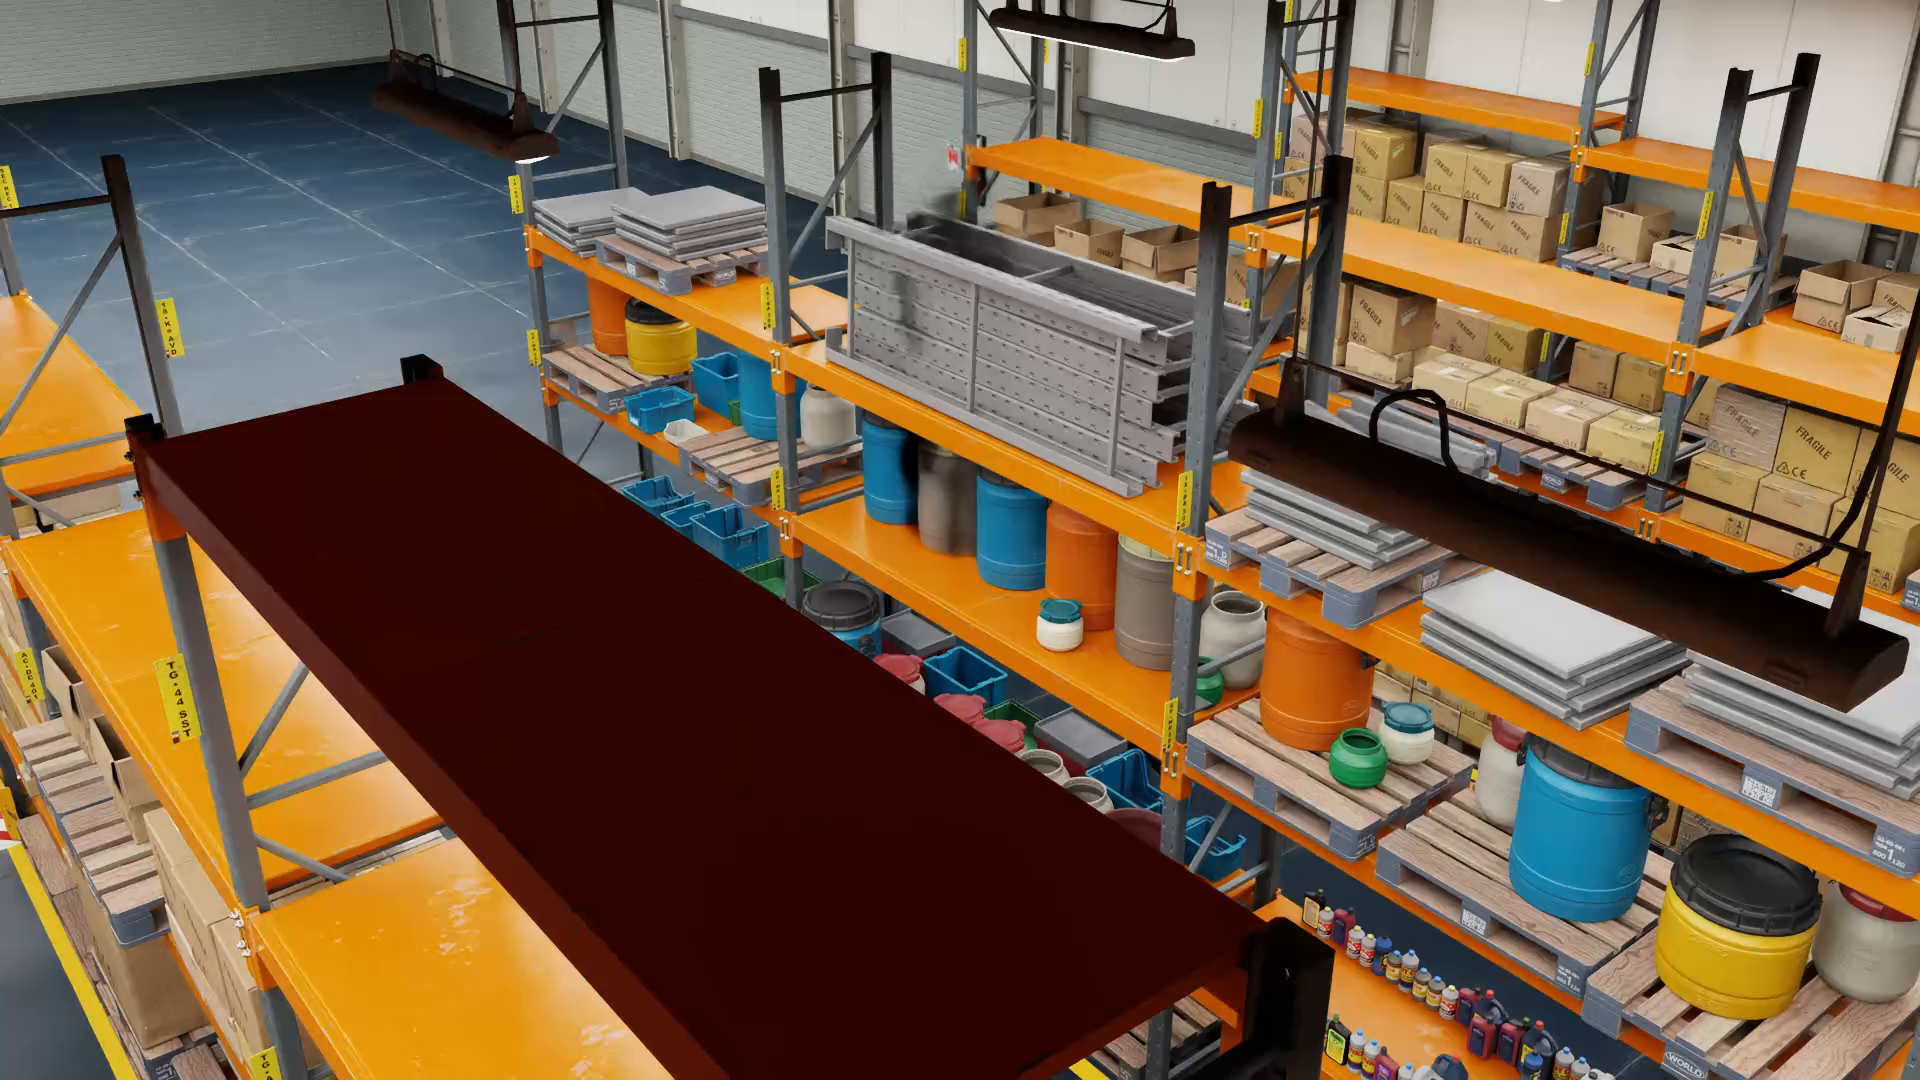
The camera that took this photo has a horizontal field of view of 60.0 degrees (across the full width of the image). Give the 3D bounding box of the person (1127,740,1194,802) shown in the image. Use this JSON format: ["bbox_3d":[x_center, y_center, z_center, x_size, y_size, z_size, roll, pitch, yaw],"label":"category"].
[{"bbox_3d":[1.475,1.392,12.862,0.779,1.650,0.607,23,34,39],"label":"person"}]
